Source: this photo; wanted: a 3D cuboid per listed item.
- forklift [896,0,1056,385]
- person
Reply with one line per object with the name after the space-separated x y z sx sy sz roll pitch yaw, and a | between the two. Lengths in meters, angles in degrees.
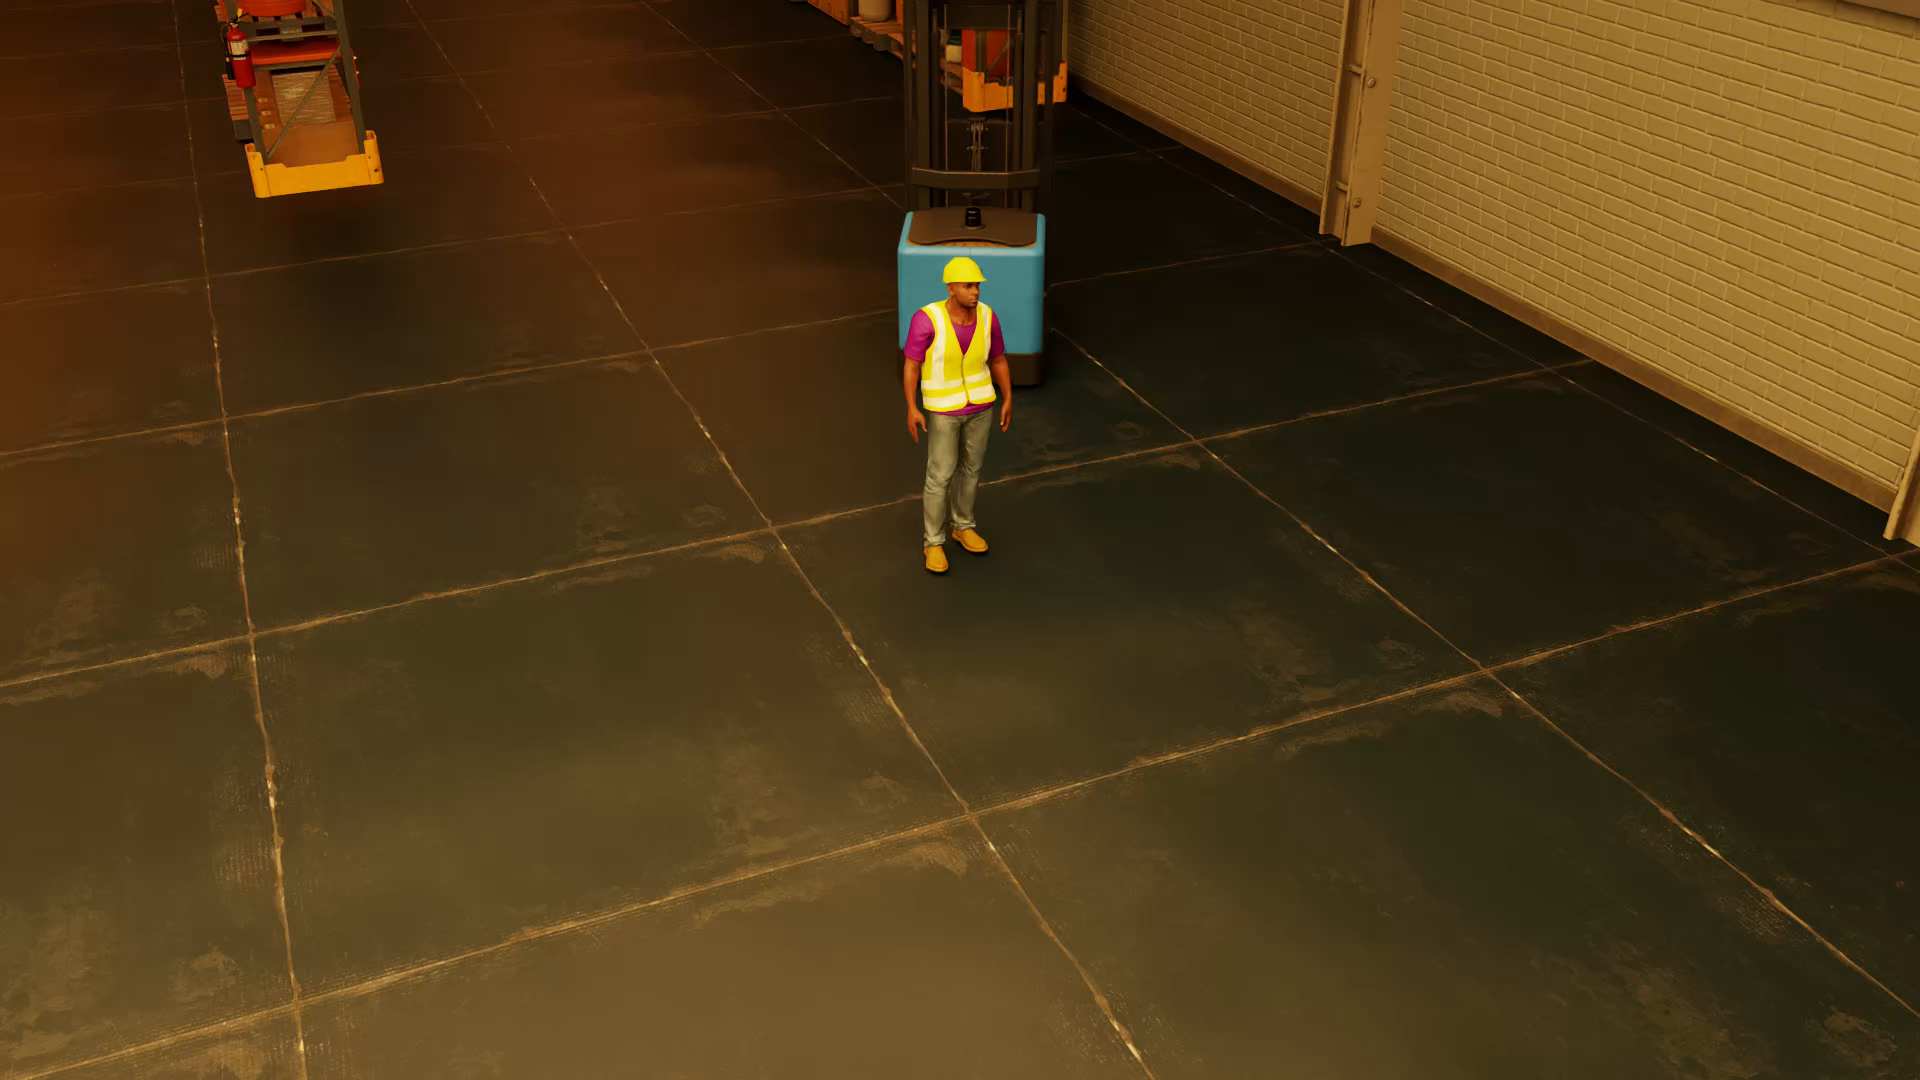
0.150 -3.073 12.494 1.130 2.935 3.031 1 30 3 | forklift
0.022 -0.740 9.573 0.665 1.765 0.577 -12 32 -20 | person
